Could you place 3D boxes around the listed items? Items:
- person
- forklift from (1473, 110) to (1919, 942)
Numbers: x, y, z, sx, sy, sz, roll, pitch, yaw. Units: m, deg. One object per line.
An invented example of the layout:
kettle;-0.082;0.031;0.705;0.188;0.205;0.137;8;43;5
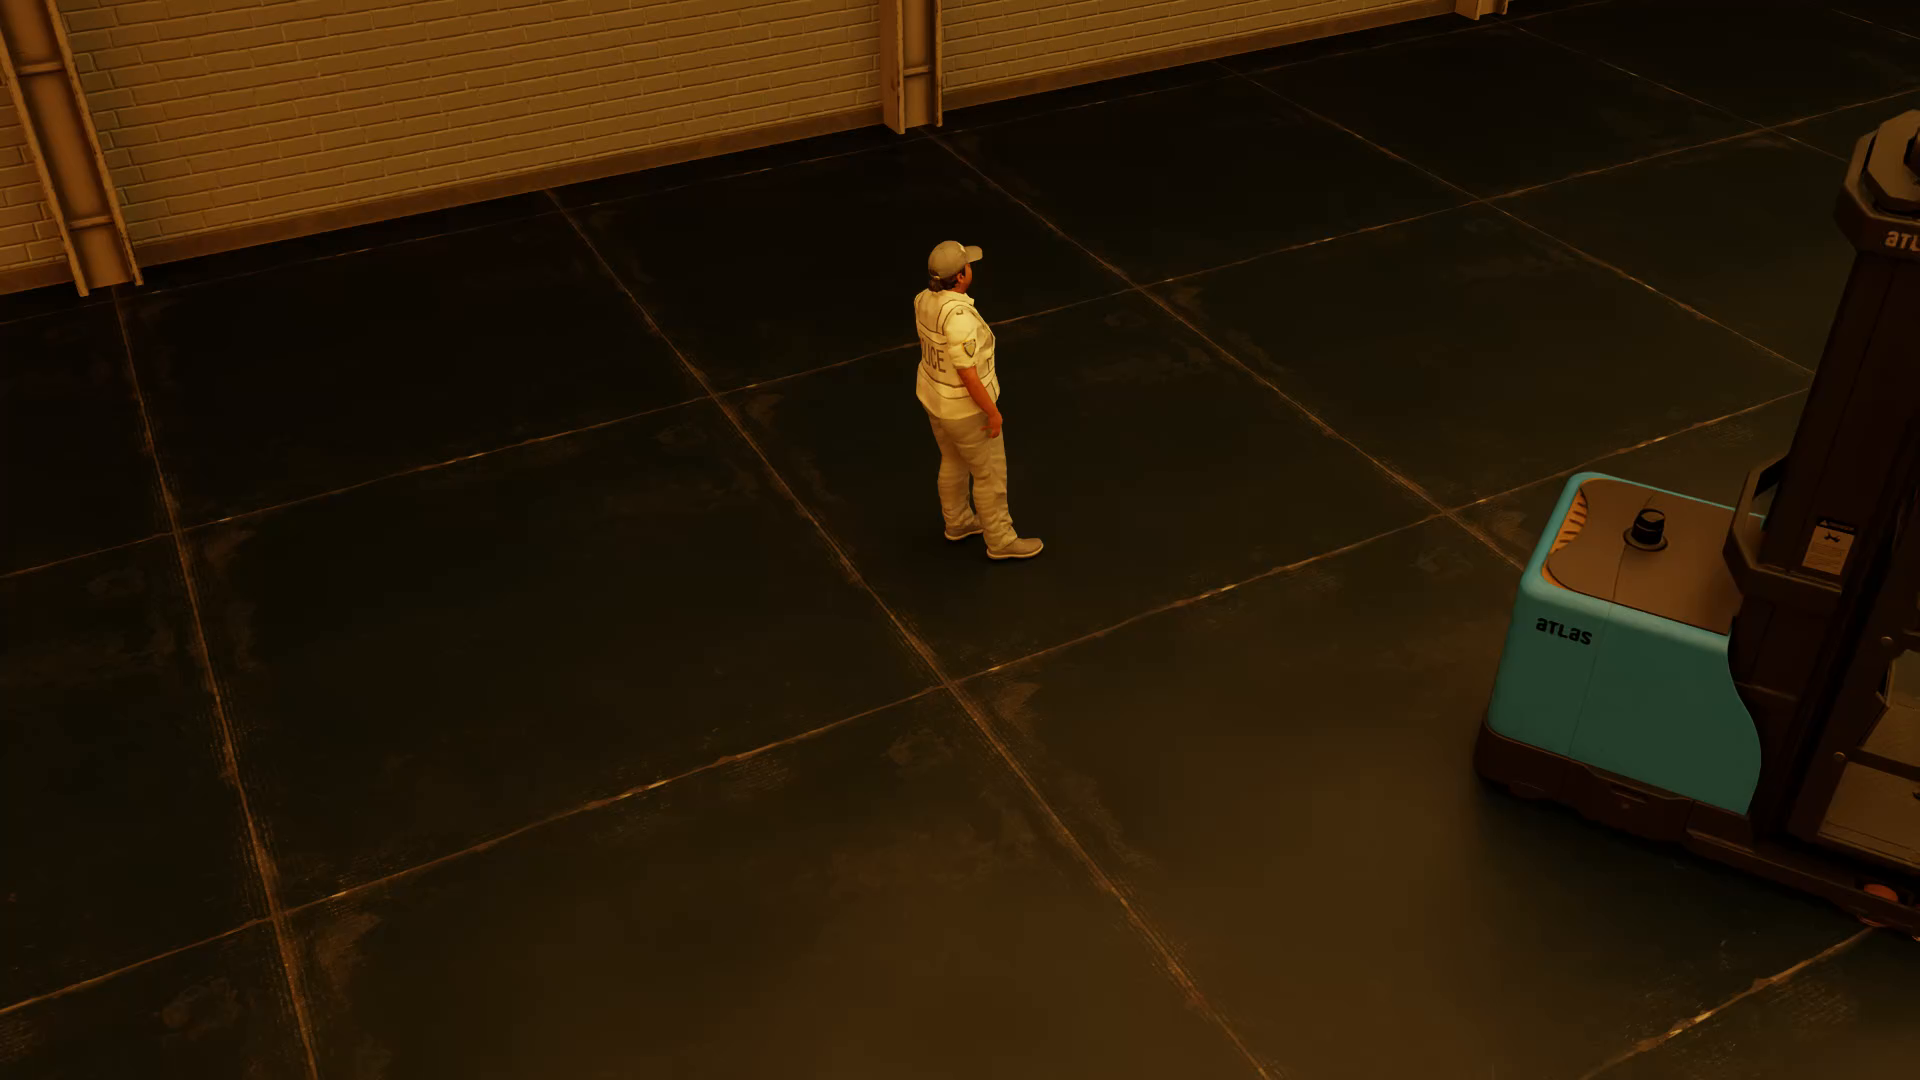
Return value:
person;0.078;-0.696;8.189;0.529;1.670;0.598;-17;39;-23
forklift;3.754;0.020;6.095;3.031;2.935;1.130;18;39;24
